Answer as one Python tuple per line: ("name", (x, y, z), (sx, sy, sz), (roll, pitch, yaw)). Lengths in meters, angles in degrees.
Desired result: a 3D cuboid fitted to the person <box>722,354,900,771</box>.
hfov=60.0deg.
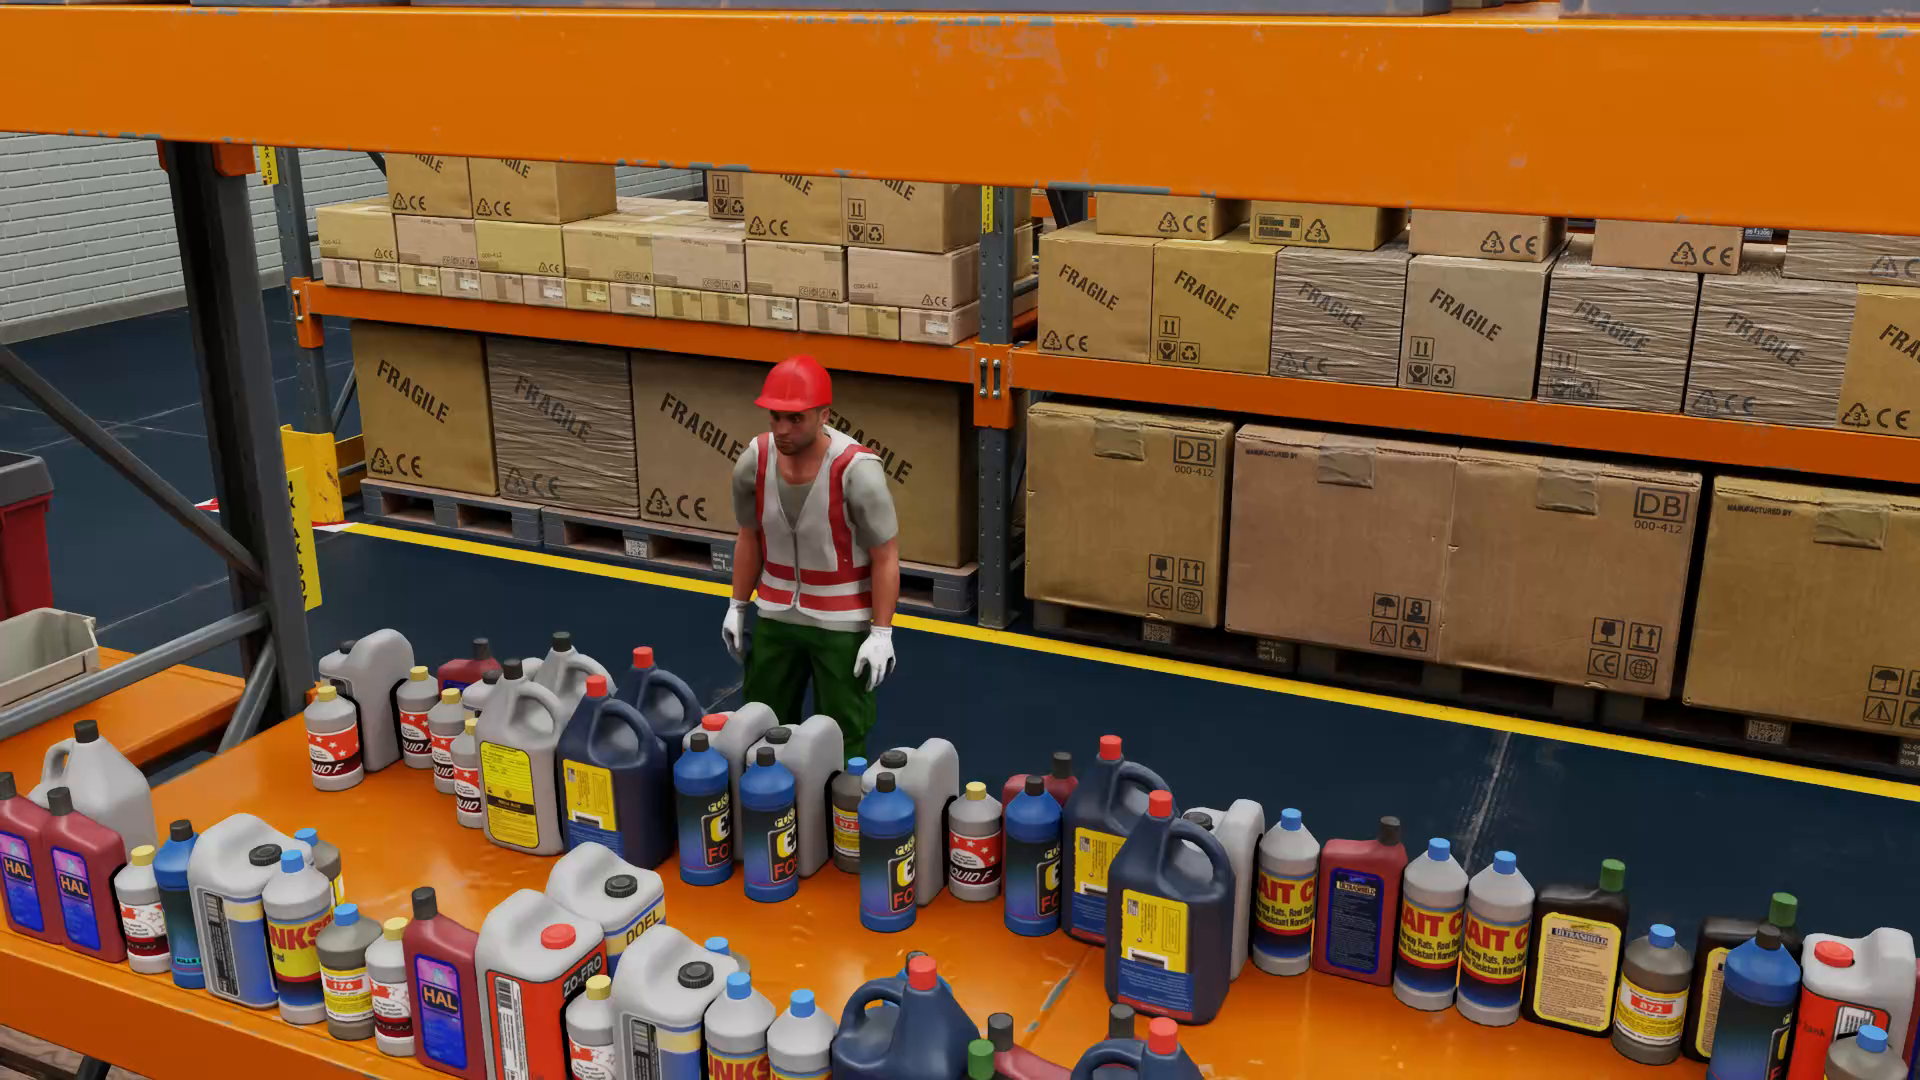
("person", (-0.478, 0.280, 5.221), (0.604, 1.778, 0.453), (8, 20, 23))
